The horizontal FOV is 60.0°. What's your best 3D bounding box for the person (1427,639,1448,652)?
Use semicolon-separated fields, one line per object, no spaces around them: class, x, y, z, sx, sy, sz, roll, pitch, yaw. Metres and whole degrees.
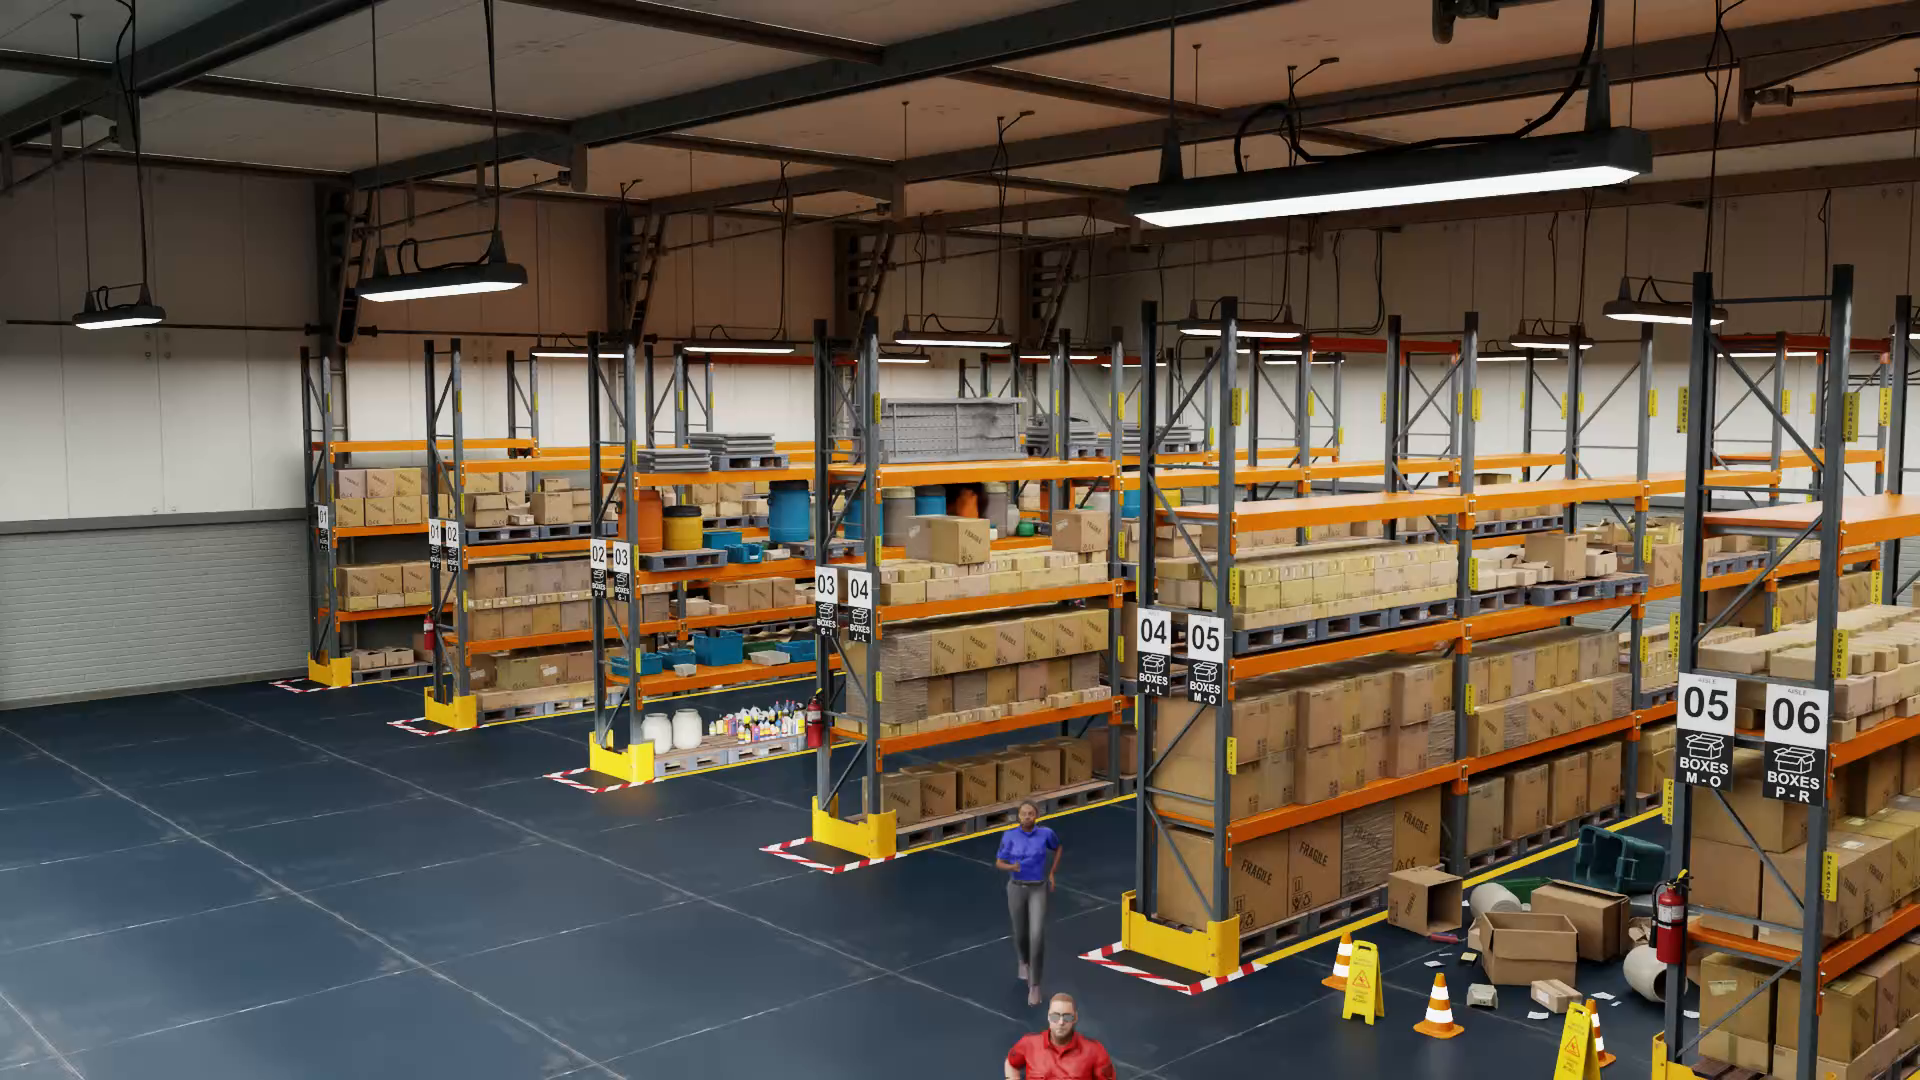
person;6.860;2.208;23.793;0.708;1.738;0.789;4;6;38

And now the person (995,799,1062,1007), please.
person;0.588;3.084;14.329;0.560;1.701;0.742;1;5;7

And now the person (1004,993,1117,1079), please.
person;0.573;3.448;9.550;0.655;1.709;0.990;0;5;4
